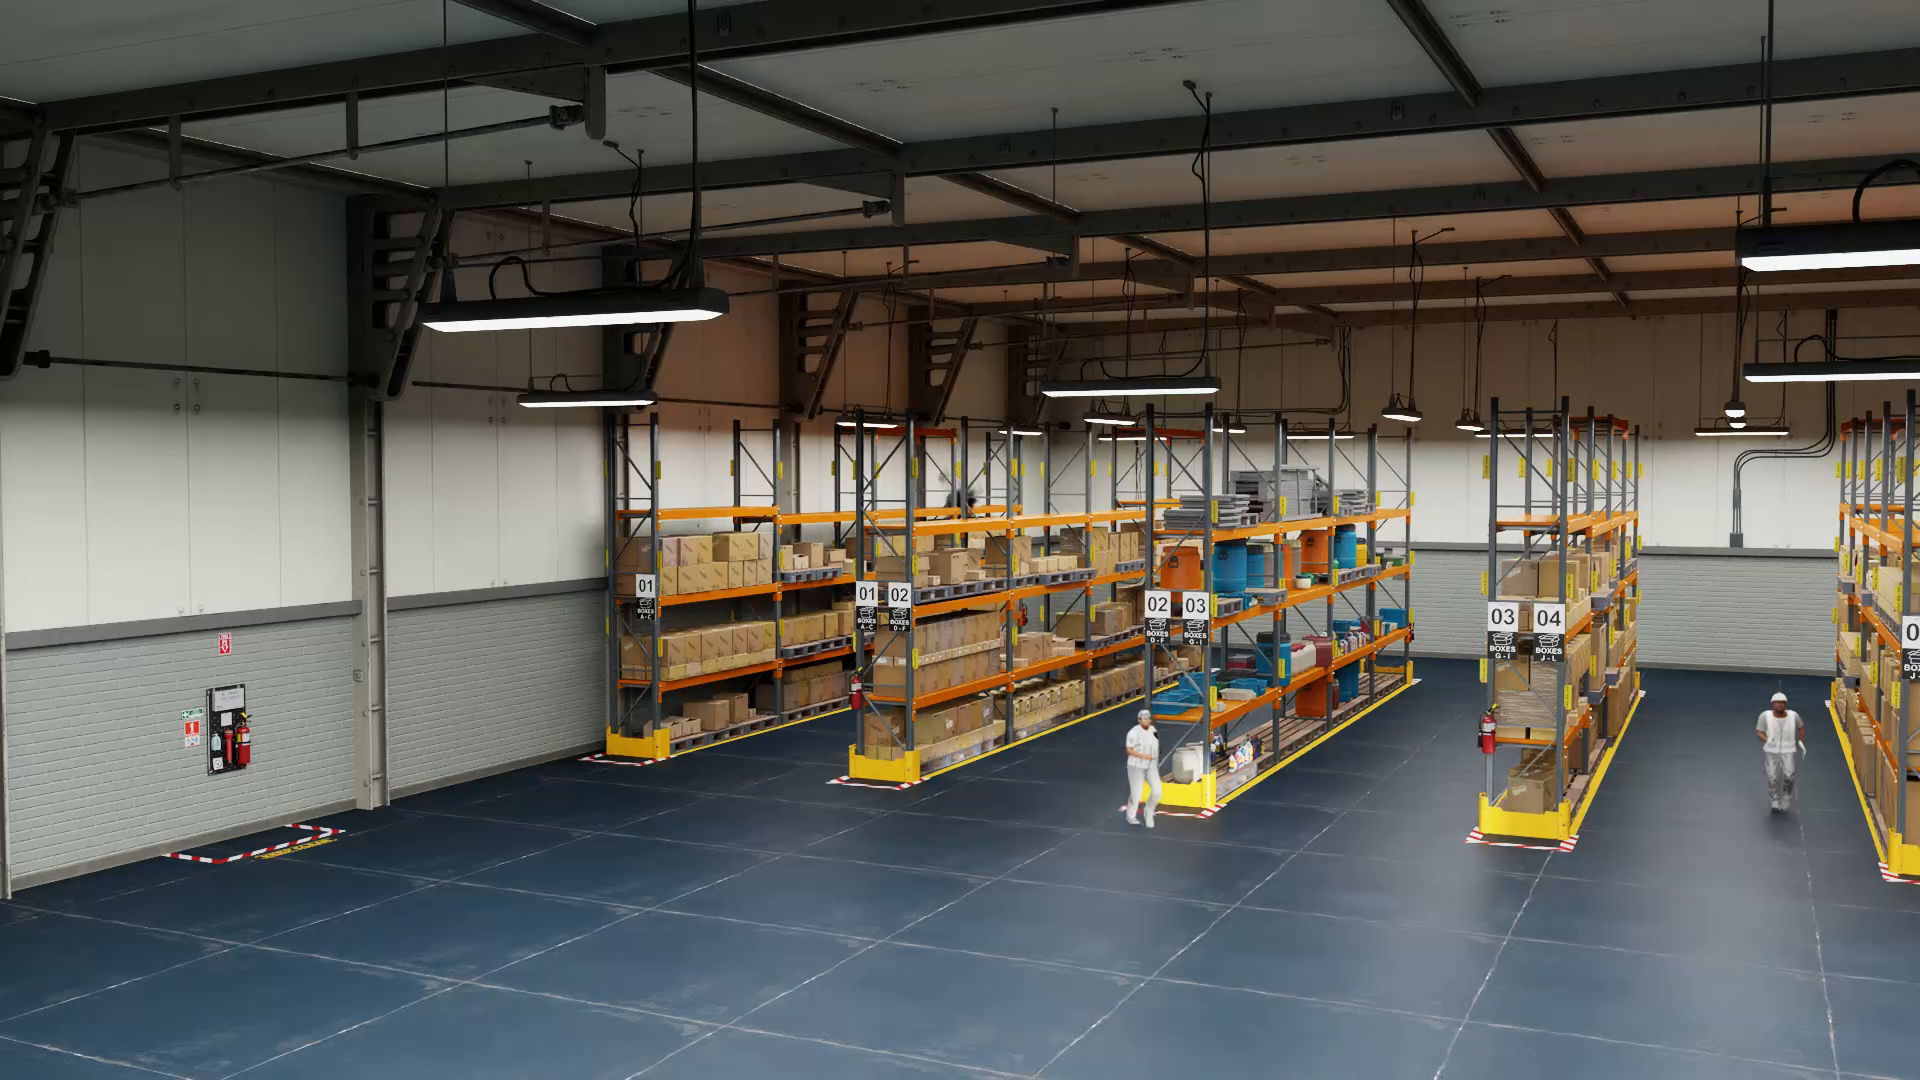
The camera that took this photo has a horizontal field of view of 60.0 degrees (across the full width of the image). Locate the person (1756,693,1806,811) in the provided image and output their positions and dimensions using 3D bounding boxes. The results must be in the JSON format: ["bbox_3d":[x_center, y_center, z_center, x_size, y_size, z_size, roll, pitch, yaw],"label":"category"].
[{"bbox_3d":[11.951,3.092,24.209,0.667,1.734,0.738,1,3,23],"label":"person"}]

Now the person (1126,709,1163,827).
[{"bbox_3d":[2.599,3.213,23.297,0.625,1.693,0.678,-1,3,-24],"label":"person"}]
